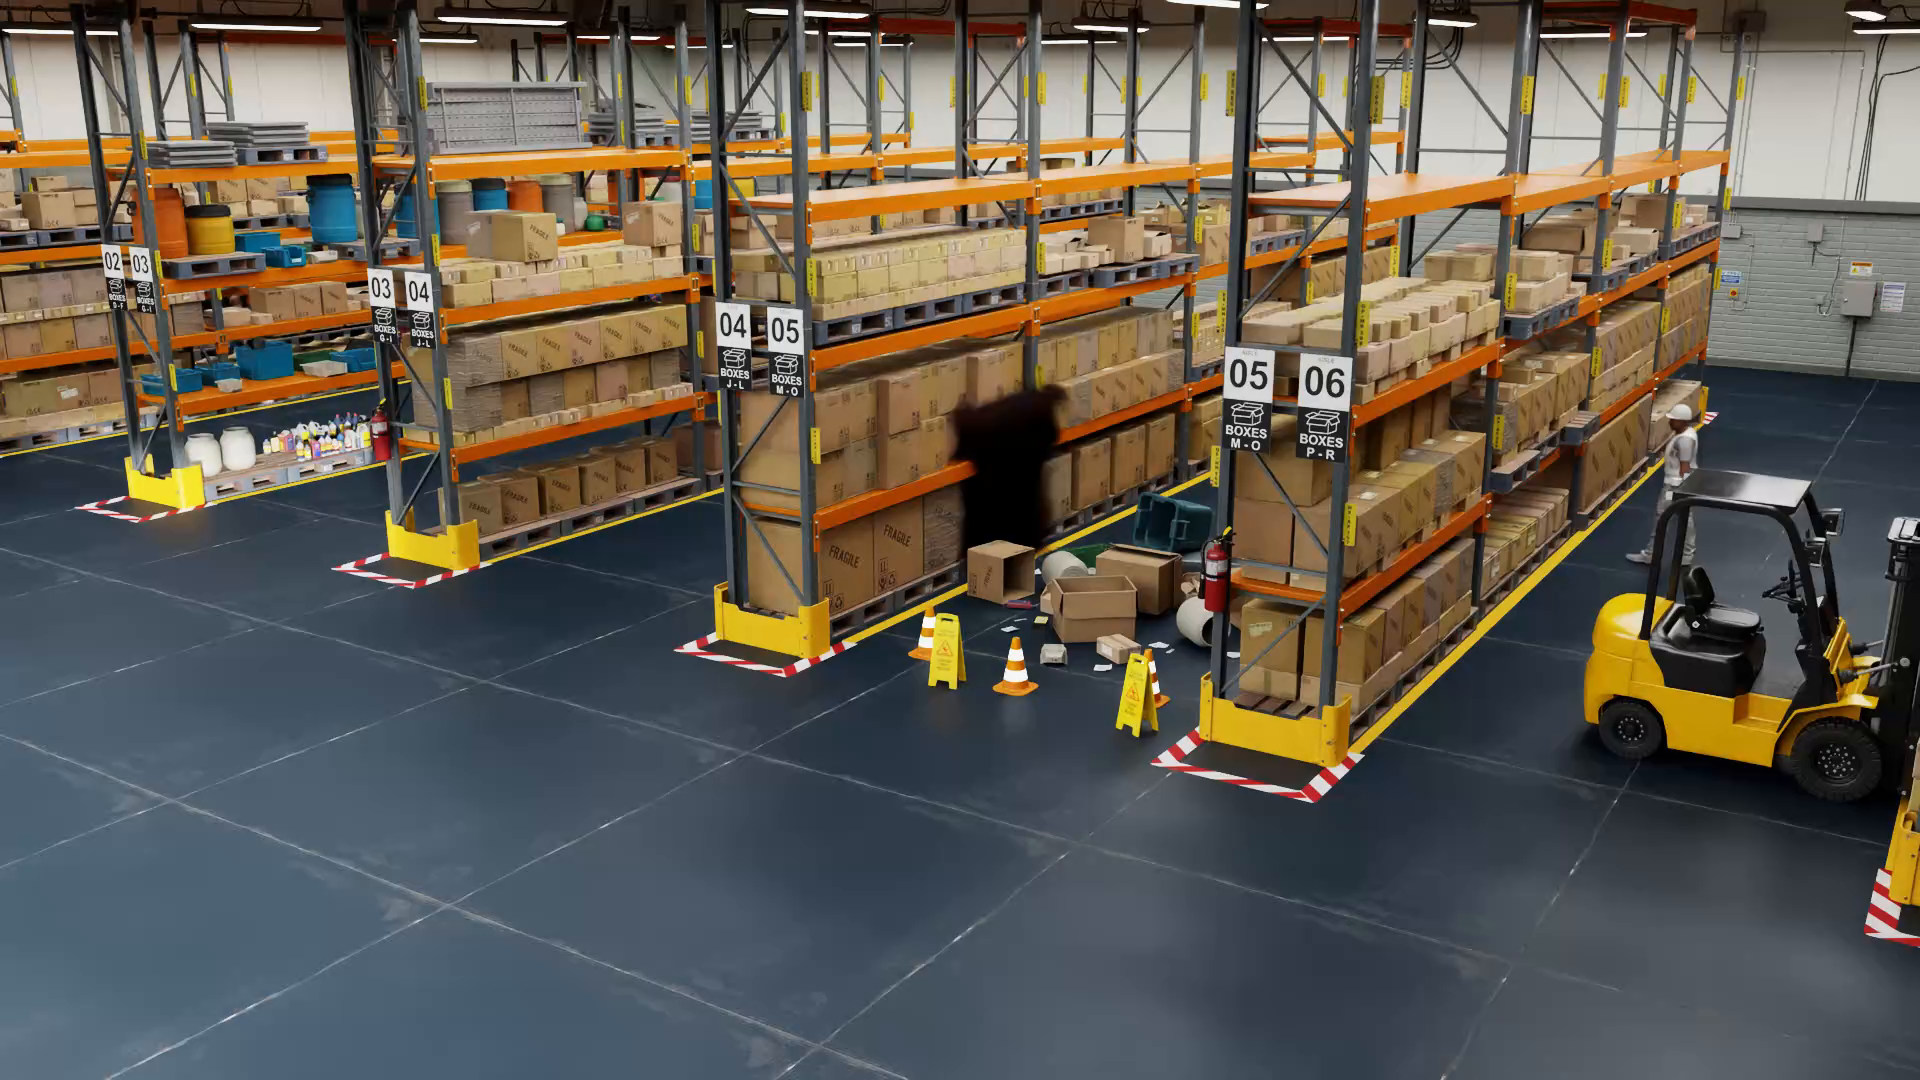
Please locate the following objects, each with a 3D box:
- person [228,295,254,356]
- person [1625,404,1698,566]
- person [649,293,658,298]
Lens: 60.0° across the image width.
[{"bbox_3d":[-12.497,-3.486,28.817,0.470,1.536,0.938,6,17,21],"label":"person"},{"bbox_3d":[7.765,-0.619,18.150,0.623,1.771,0.598,15,21,43],"label":"person"},{"bbox_3d":[-5.461,-3.917,30.588,0.542,1.458,0.470,13,20,39],"label":"person"}]
